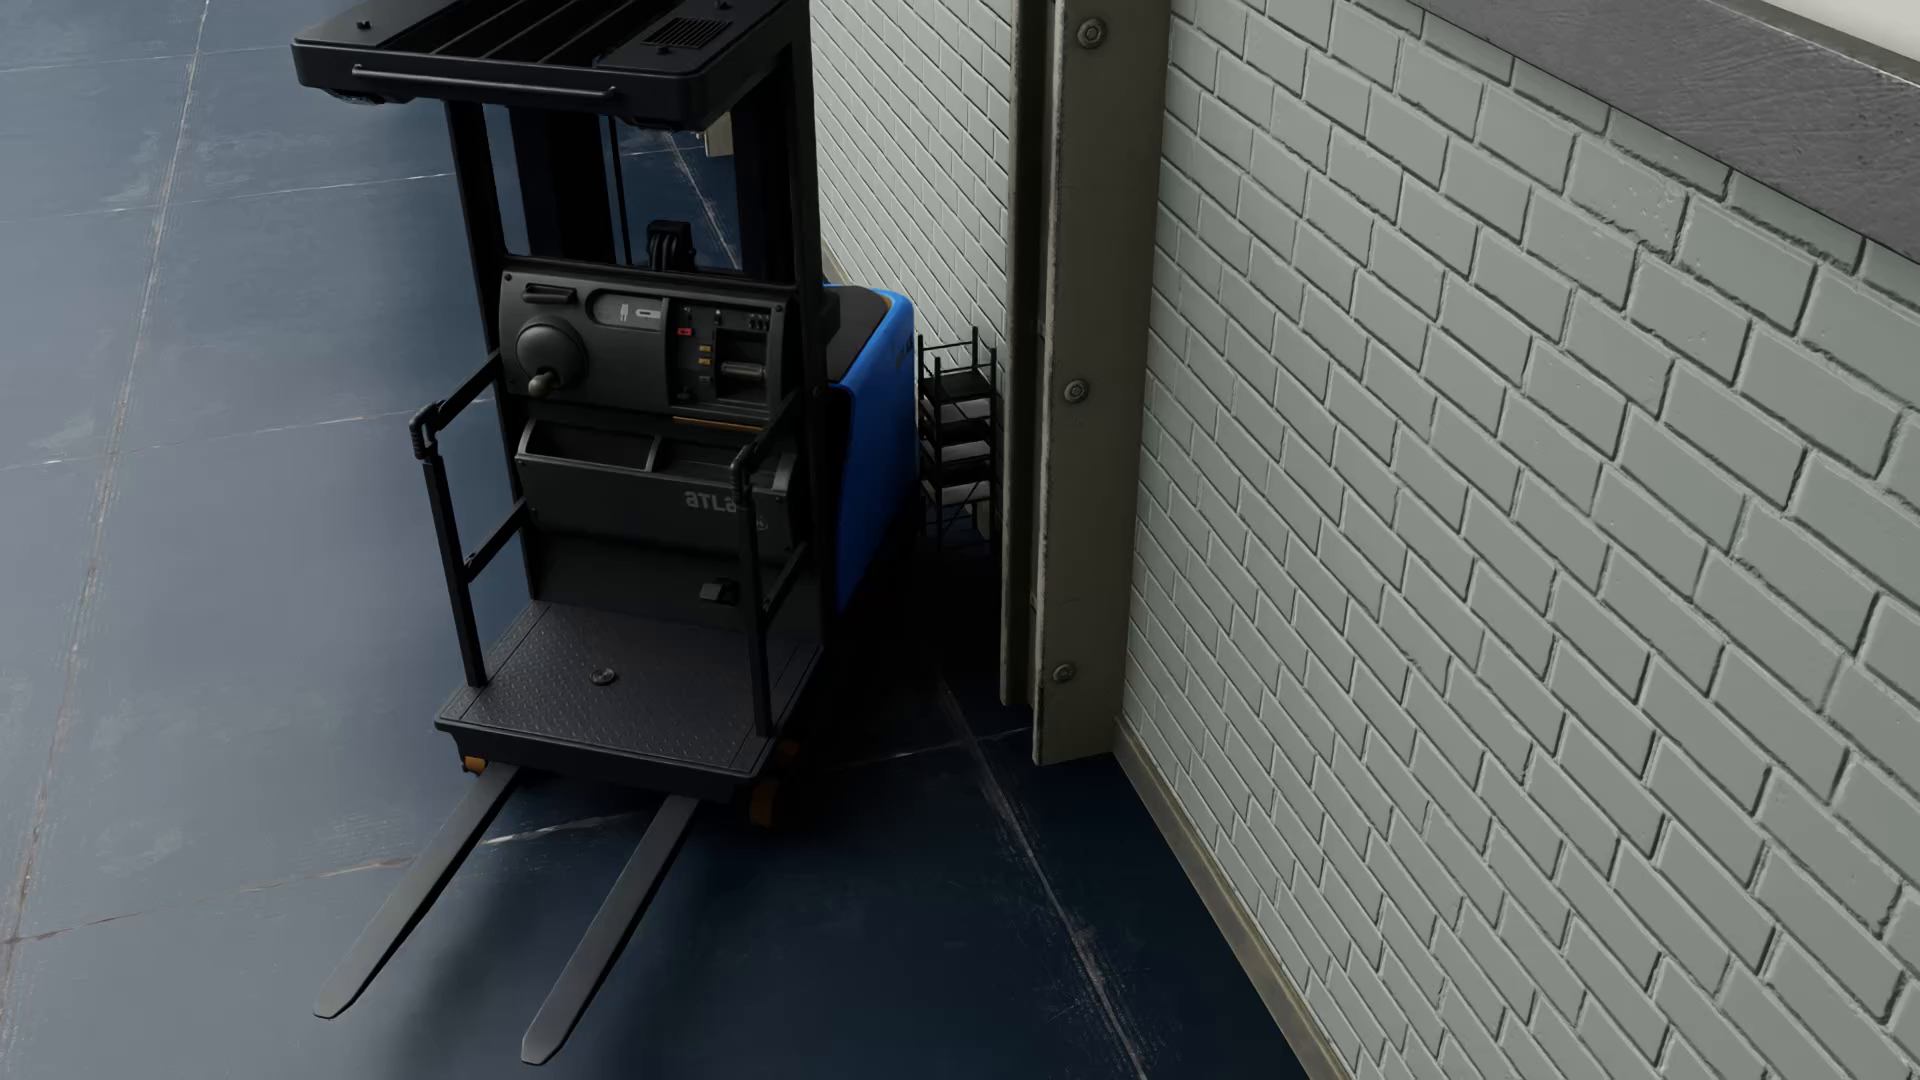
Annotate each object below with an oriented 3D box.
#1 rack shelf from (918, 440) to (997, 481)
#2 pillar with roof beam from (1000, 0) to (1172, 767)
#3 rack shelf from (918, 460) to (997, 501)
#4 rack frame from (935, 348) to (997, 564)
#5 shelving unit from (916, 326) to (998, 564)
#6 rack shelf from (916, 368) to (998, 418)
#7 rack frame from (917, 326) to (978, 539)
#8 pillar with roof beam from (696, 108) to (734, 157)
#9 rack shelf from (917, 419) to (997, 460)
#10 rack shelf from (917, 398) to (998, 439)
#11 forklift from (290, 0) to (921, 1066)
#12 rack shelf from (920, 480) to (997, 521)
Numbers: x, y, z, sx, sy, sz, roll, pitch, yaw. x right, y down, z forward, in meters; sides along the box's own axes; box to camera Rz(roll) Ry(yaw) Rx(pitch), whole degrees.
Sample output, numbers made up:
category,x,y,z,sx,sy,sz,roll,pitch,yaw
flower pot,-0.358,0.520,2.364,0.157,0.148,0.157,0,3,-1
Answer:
category,x,y,z,sx,sy,sz,roll,pitch,yaw
rack shelf,-0.011,-0.331,6.467,0.258,0.077,0.200,-11,34,-16
pillar with roof beam,-3.754,-2.397,2.215,9.100,9.000,0.400,-10,35,-15
rack shelf,-0.011,-0.254,6.514,0.258,0.077,0.200,-11,34,-16
rack frame,0.023,-0.308,6.368,0.240,0.900,0.006,-11,34,-16
shelving unit,-0.011,-0.359,6.449,0.258,0.900,0.210,-11,34,-16
rack shelf,-0.012,-0.560,6.324,0.258,0.077,0.200,-11,34,-16
rack frame,-0.045,-0.410,6.530,0.240,0.900,0.006,-11,34,-16
pillar with roof beam,-5.584,-5.547,6.982,9.100,9.000,0.400,-10,35,-15
rack shelf,-0.011,-0.407,6.419,0.258,0.077,0.200,-11,34,-16
rack shelf,-0.012,-0.483,6.371,0.258,0.077,0.200,-11,34,-16
forklift,-1.023,-0.534,4.900,1.130,2.935,3.031,8,34,12
rack shelf,-0.010,-0.178,6.562,0.258,0.077,0.200,-11,34,-16
